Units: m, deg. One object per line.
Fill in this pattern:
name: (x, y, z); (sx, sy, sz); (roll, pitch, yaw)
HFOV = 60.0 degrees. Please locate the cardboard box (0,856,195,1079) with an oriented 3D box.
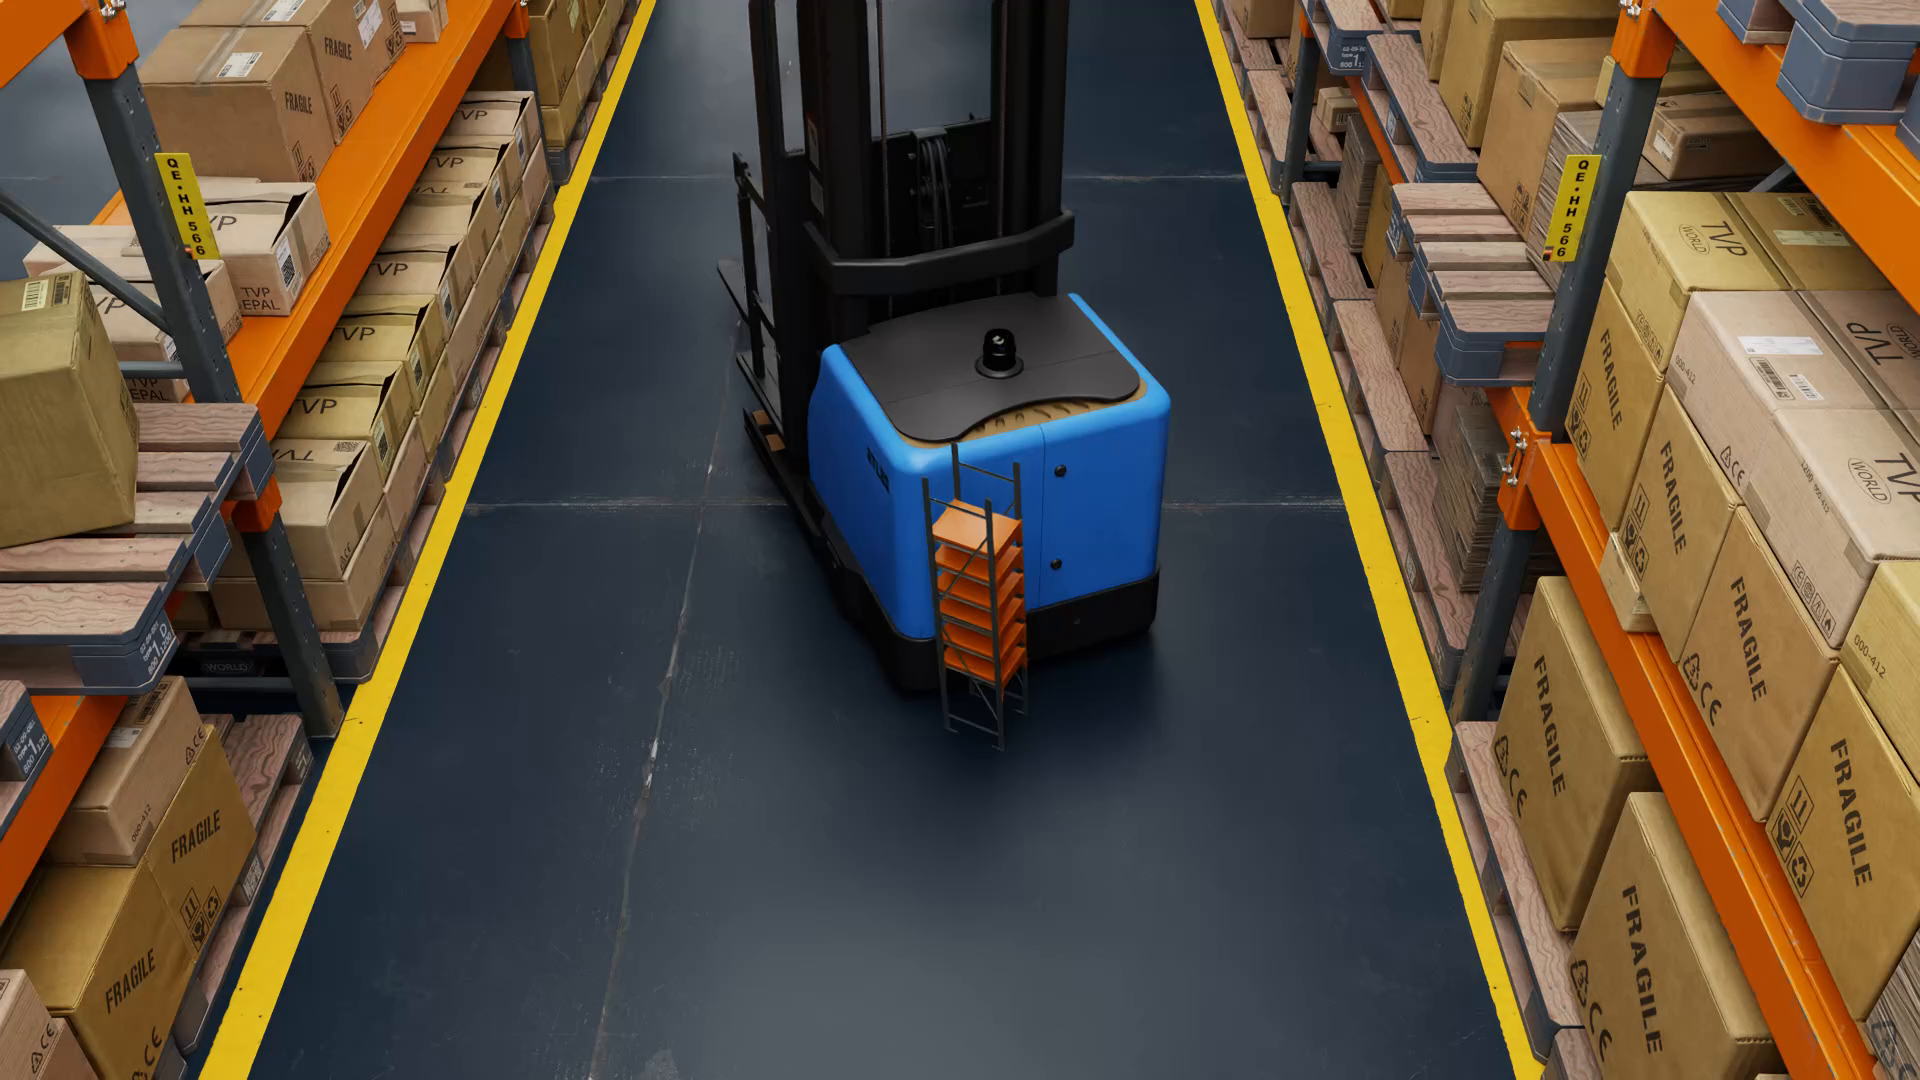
cardboard box: (-2.467, 1.210, 4.489); (0.500, 0.500, 0.500); (-1, 39, -2)

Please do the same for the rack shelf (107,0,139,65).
rack shelf: (-2.705, -2.643, 5.826); (1.077, 0.370, 4.000); (0, 39, 0)

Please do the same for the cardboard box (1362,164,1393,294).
cardboard box: (2.315, -1.422, 7.773); (0.700, 0.500, 0.500); (-1, 39, -1)

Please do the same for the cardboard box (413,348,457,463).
cardboard box: (-2.418, -0.560, 6.913); (0.500, 0.250, 0.500); (-1, 39, -1)

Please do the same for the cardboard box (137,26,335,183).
cardboard box: (-2.721, -1.590, 6.256); (0.500, 0.500, 0.500); (-2, 39, -2)

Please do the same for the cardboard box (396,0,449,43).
cardboard box: (-2.523, -2.401, 7.455); (0.396, 0.266, 0.258); (-1, 39, -1)

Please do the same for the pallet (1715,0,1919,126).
pallet: (2.305, -1.202, 3.604); (1.213, 0.211, 1.003); (2, 39, 2)

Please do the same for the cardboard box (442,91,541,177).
cardboard box: (-2.420, -2.060, 8.337); (0.500, 0.311, 0.500); (0, 39, 0)

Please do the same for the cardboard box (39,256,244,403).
cardboard box: (-2.660, -0.695, 5.290); (0.500, 0.311, 0.500); (2, 39, 3)

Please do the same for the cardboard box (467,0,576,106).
cardboard box: (-2.395, -2.677, 8.956); (0.500, 0.500, 0.500); (0, 39, 0)

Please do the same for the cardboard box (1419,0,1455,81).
cardboard box: (2.238, -2.141, 6.591); (0.700, 0.500, 0.500); (5, 39, 6)

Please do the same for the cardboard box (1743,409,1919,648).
cardboard box: (1.999, -0.031, 3.456); (0.500, 0.250, 0.500); (0, 39, 0)

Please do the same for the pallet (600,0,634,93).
pallet: (-2.671, -3.178, 10.546); (1.003, 0.211, 1.213); (0, 39, 0)

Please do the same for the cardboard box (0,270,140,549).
cardboard box: (-2.589, -0.311, 4.324); (0.700, 0.500, 0.500); (-12, 40, -15)

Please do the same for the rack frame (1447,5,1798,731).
rack frame: (2.251, -0.508, 4.985); (1.000, 3.000, 0.127); (0, 39, 0)

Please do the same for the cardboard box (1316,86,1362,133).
cardboard box: (2.216, -2.410, 9.273); (0.380, 0.166, 0.250); (-5, 39, -6)

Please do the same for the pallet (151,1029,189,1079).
pallet: (-2.741, 1.814, 4.318); (1.003, 0.211, 1.213); (0, 39, 0)

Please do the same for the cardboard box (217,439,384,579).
cardboard box: (-2.410, -0.140, 5.940); (0.500, 0.311, 0.500); (1, 39, 1)

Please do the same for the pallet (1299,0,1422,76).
pallet: (2.102, -2.457, 7.570); (1.003, 0.211, 1.213); (0, 39, 0)

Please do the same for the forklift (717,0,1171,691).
forklift: (-0.291, -1.526, 6.311); (1.130, 2.935, 3.031); (-14, 41, -17)

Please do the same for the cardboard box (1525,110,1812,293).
cardboard box: (2.240, -1.013, 5.183); (0.700, 0.500, 0.500); (-4, 39, -5)

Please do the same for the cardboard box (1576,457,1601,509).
cardboard box: (2.020, -0.212, 4.801); (0.380, 0.149, 0.250); (-1, 39, -1)

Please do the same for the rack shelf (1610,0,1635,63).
rack shelf: (2.249, -2.649, 5.833); (1.077, 0.370, 4.000); (0, 39, 0)

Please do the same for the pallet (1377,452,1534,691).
pallet: (2.251, 0.091, 6.467); (1.003, 0.211, 1.213); (0, 39, 0)

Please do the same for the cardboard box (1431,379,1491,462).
cardboard box: (2.314, -0.477, 6.593); (0.700, 0.500, 0.500); (0, 39, 0)

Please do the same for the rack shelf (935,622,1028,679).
rack shelf: (0.073, 0.335, 5.623); (0.258, 0.103, 0.180); (19, 49, 22)

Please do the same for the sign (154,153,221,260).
sign: (-2.160, -0.929, 4.648); (0.100, 0.325, 0.005); (0, 39, 0)

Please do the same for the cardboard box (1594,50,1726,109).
cardboard box: (2.205, -1.389, 5.134); (0.380, 0.149, 0.250); (-6, 39, -8)

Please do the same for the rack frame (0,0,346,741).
rack frame: (-2.703, -0.502, 4.978); (1.000, 3.000, 0.127); (0, 39, 0)

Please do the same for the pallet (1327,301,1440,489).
pallet: (2.253, -0.670, 7.417); (1.003, 0.211, 1.213); (0, 39, 0)

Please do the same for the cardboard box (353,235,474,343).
cardboard box: (-2.418, -1.109, 7.149); (0.500, 0.311, 0.500); (0, 39, -1)

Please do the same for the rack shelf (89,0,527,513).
rack shelf: (-2.705, -1.472, 6.764); (1.077, 0.370, 4.000); (0, 39, 0)

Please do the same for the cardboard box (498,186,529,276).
cardboard box: (-2.418, -1.519, 8.110); (0.500, 0.250, 0.500); (-1, 39, -1)

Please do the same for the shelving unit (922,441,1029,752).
shelving unit: (0.064, 0.217, 5.509); (0.258, 1.200, 0.189); (19, 49, 22)

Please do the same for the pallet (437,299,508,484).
pallet: (-2.663, -0.690, 7.442); (1.003, 0.211, 1.213); (0, 39, 0)

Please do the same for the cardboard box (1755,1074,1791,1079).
cardboard box: (2.121, 1.706, 3.606); (0.750, 0.750, 0.750); (1, 39, 1)

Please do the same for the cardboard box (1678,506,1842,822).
cardboard box: (1.986, 0.271, 3.680); (0.500, 0.500, 0.500); (0, 39, 0)

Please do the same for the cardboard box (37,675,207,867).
cardboard box: (-2.463, 0.629, 4.614); (0.500, 0.250, 0.500); (1, 39, 2)

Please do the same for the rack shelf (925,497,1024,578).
rack shelf: (0.048, -0.010, 5.289); (0.258, 0.103, 0.180); (19, 49, 22)

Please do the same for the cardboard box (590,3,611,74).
cardboard box: (-2.396, -3.010, 9.970); (0.500, 0.250, 0.500); (0, 39, 0)

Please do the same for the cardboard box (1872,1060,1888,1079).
cardboard box: (2.014, 1.078, 3.191); (0.380, 0.149, 0.250); (-1, 39, -1)
